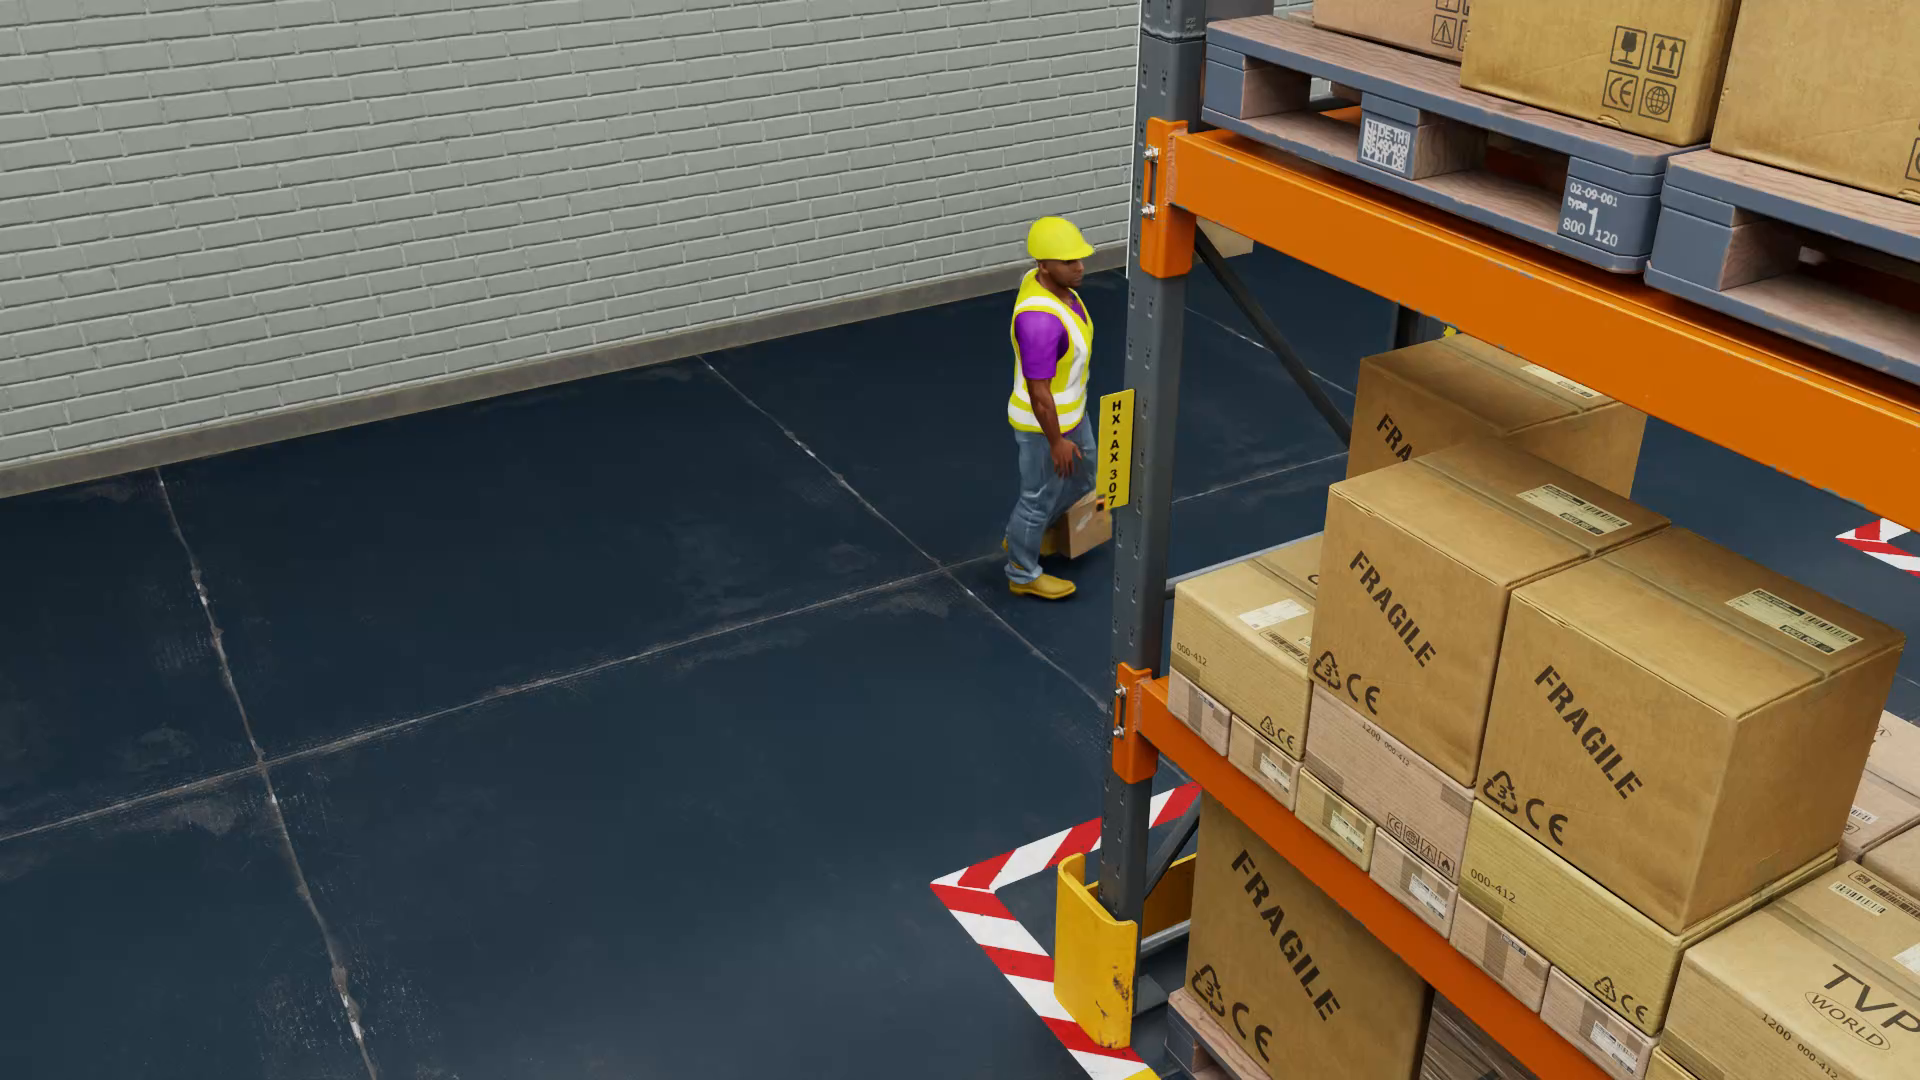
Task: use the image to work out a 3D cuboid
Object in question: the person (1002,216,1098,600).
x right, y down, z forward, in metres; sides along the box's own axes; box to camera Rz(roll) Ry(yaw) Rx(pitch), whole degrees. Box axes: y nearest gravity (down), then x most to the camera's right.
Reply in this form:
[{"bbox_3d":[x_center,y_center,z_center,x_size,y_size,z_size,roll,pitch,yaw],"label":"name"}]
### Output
[{"bbox_3d":[0.374,-0.531,7.046,0.435,1.763,0.650,6,29,10],"label":"person"}]
